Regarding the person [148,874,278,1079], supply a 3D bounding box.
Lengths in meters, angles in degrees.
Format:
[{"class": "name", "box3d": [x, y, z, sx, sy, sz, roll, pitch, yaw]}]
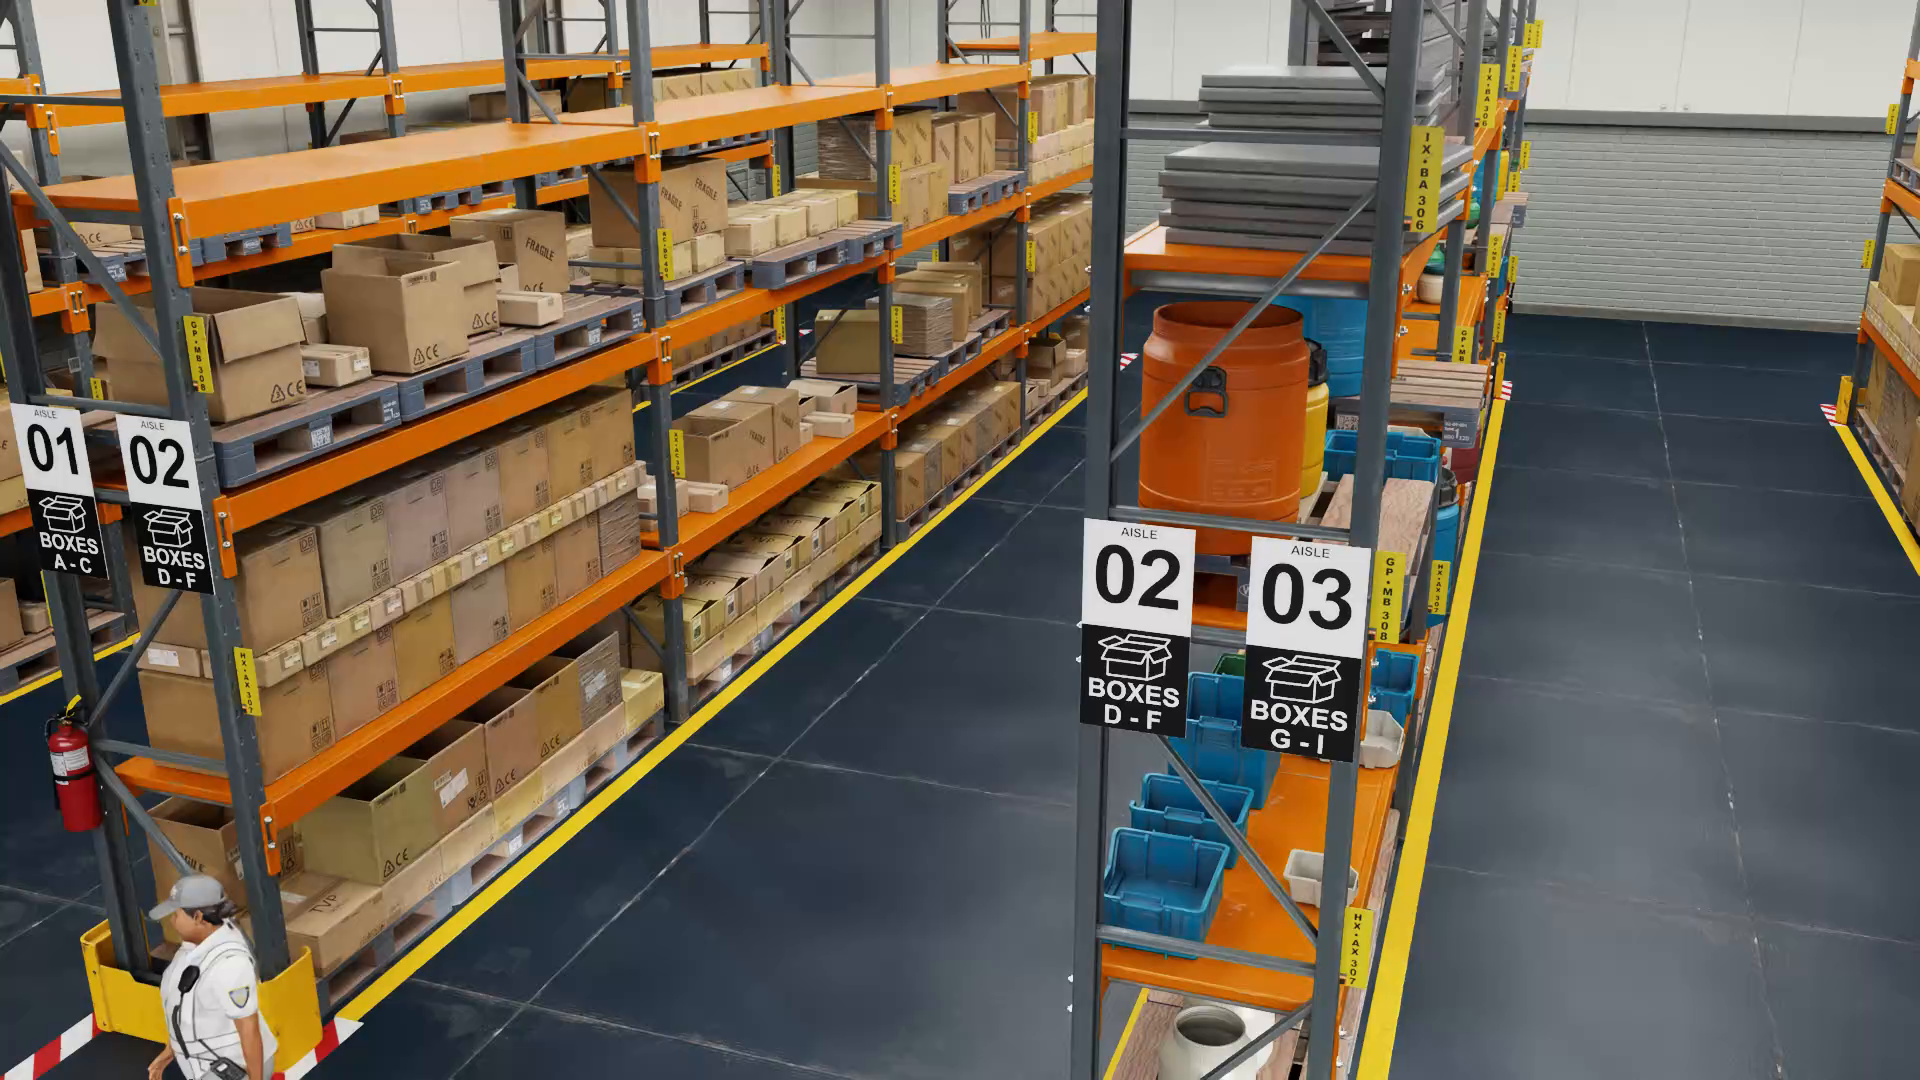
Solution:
[{"class": "person", "box3d": [-3.005, 2.116, 6.732, 0.882, 1.601, 0.539, -13, 23, -33]}]
